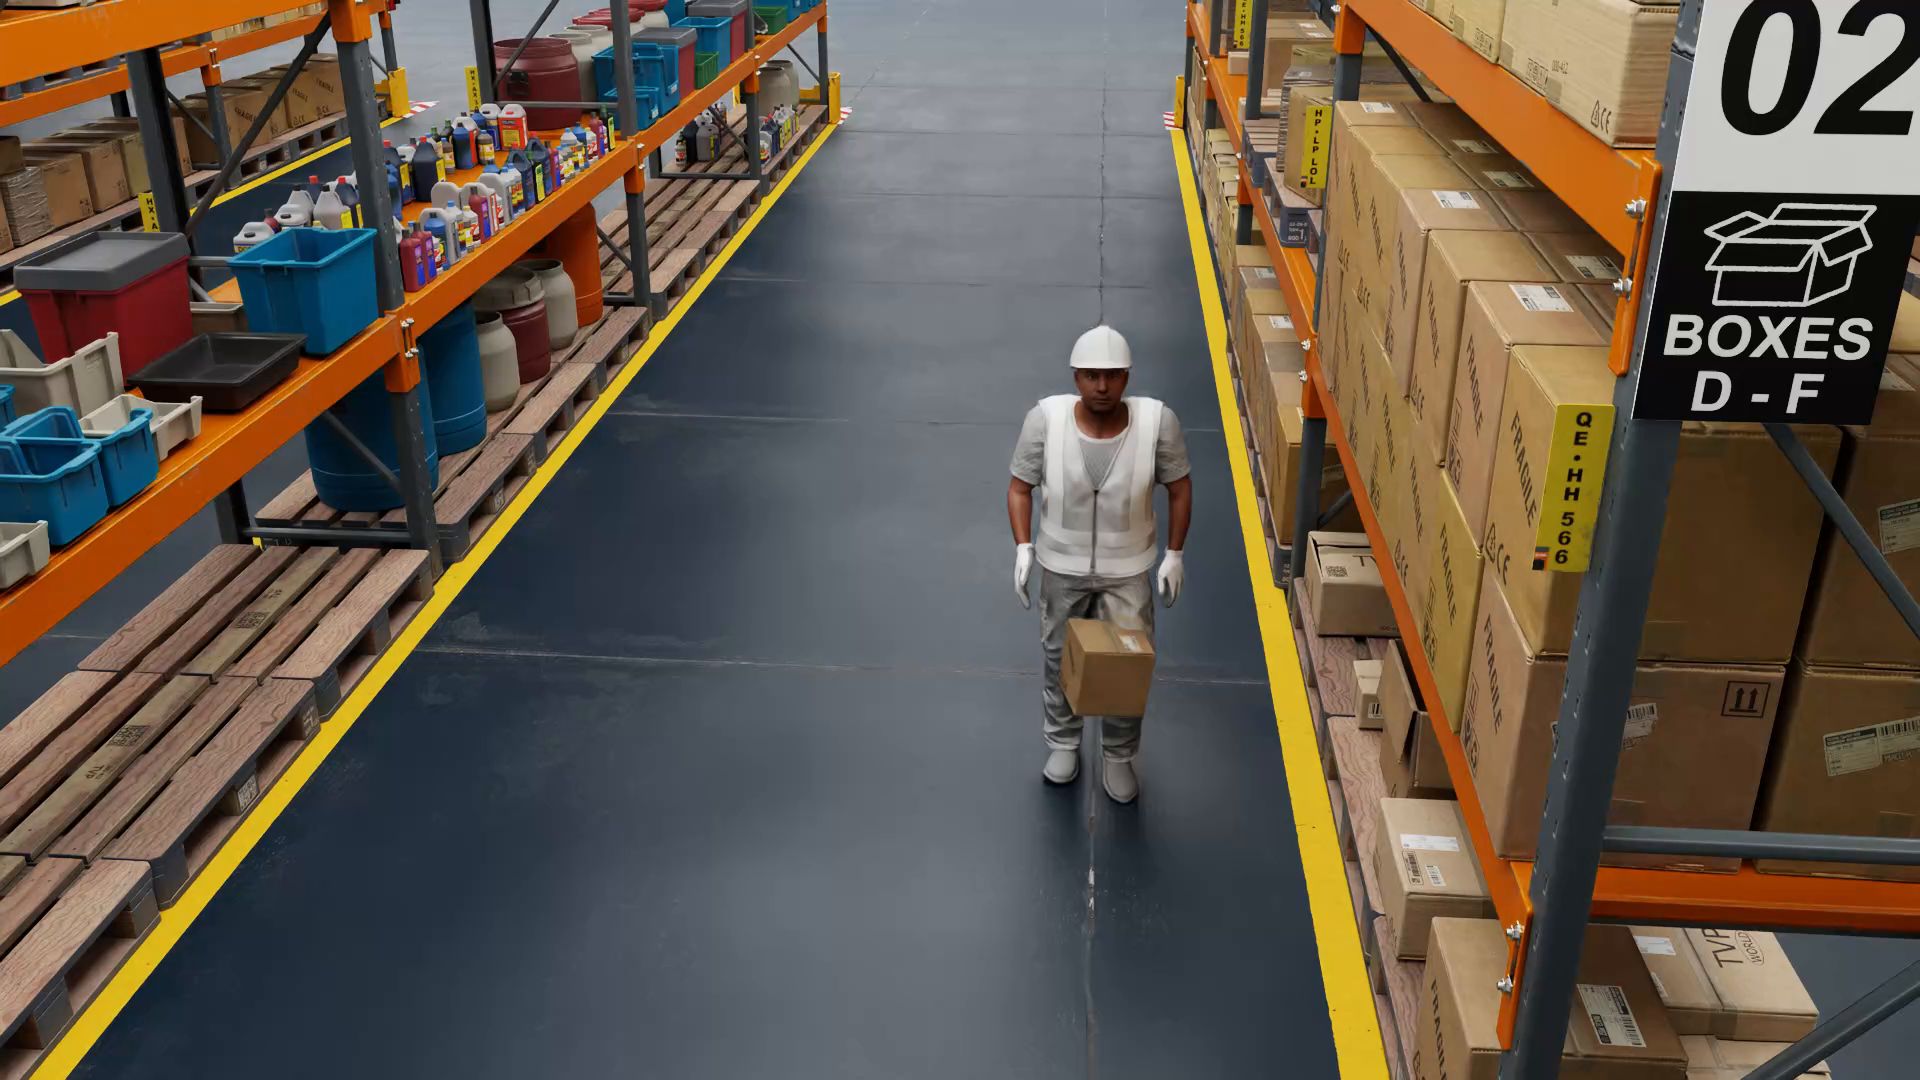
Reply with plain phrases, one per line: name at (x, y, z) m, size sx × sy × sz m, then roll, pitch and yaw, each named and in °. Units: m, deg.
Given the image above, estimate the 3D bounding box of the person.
person at (0.481, 0.107, 5.858) m, size 0.646 × 1.771 × 0.509 m, roll 3°, pitch 24°, yaw 6°
